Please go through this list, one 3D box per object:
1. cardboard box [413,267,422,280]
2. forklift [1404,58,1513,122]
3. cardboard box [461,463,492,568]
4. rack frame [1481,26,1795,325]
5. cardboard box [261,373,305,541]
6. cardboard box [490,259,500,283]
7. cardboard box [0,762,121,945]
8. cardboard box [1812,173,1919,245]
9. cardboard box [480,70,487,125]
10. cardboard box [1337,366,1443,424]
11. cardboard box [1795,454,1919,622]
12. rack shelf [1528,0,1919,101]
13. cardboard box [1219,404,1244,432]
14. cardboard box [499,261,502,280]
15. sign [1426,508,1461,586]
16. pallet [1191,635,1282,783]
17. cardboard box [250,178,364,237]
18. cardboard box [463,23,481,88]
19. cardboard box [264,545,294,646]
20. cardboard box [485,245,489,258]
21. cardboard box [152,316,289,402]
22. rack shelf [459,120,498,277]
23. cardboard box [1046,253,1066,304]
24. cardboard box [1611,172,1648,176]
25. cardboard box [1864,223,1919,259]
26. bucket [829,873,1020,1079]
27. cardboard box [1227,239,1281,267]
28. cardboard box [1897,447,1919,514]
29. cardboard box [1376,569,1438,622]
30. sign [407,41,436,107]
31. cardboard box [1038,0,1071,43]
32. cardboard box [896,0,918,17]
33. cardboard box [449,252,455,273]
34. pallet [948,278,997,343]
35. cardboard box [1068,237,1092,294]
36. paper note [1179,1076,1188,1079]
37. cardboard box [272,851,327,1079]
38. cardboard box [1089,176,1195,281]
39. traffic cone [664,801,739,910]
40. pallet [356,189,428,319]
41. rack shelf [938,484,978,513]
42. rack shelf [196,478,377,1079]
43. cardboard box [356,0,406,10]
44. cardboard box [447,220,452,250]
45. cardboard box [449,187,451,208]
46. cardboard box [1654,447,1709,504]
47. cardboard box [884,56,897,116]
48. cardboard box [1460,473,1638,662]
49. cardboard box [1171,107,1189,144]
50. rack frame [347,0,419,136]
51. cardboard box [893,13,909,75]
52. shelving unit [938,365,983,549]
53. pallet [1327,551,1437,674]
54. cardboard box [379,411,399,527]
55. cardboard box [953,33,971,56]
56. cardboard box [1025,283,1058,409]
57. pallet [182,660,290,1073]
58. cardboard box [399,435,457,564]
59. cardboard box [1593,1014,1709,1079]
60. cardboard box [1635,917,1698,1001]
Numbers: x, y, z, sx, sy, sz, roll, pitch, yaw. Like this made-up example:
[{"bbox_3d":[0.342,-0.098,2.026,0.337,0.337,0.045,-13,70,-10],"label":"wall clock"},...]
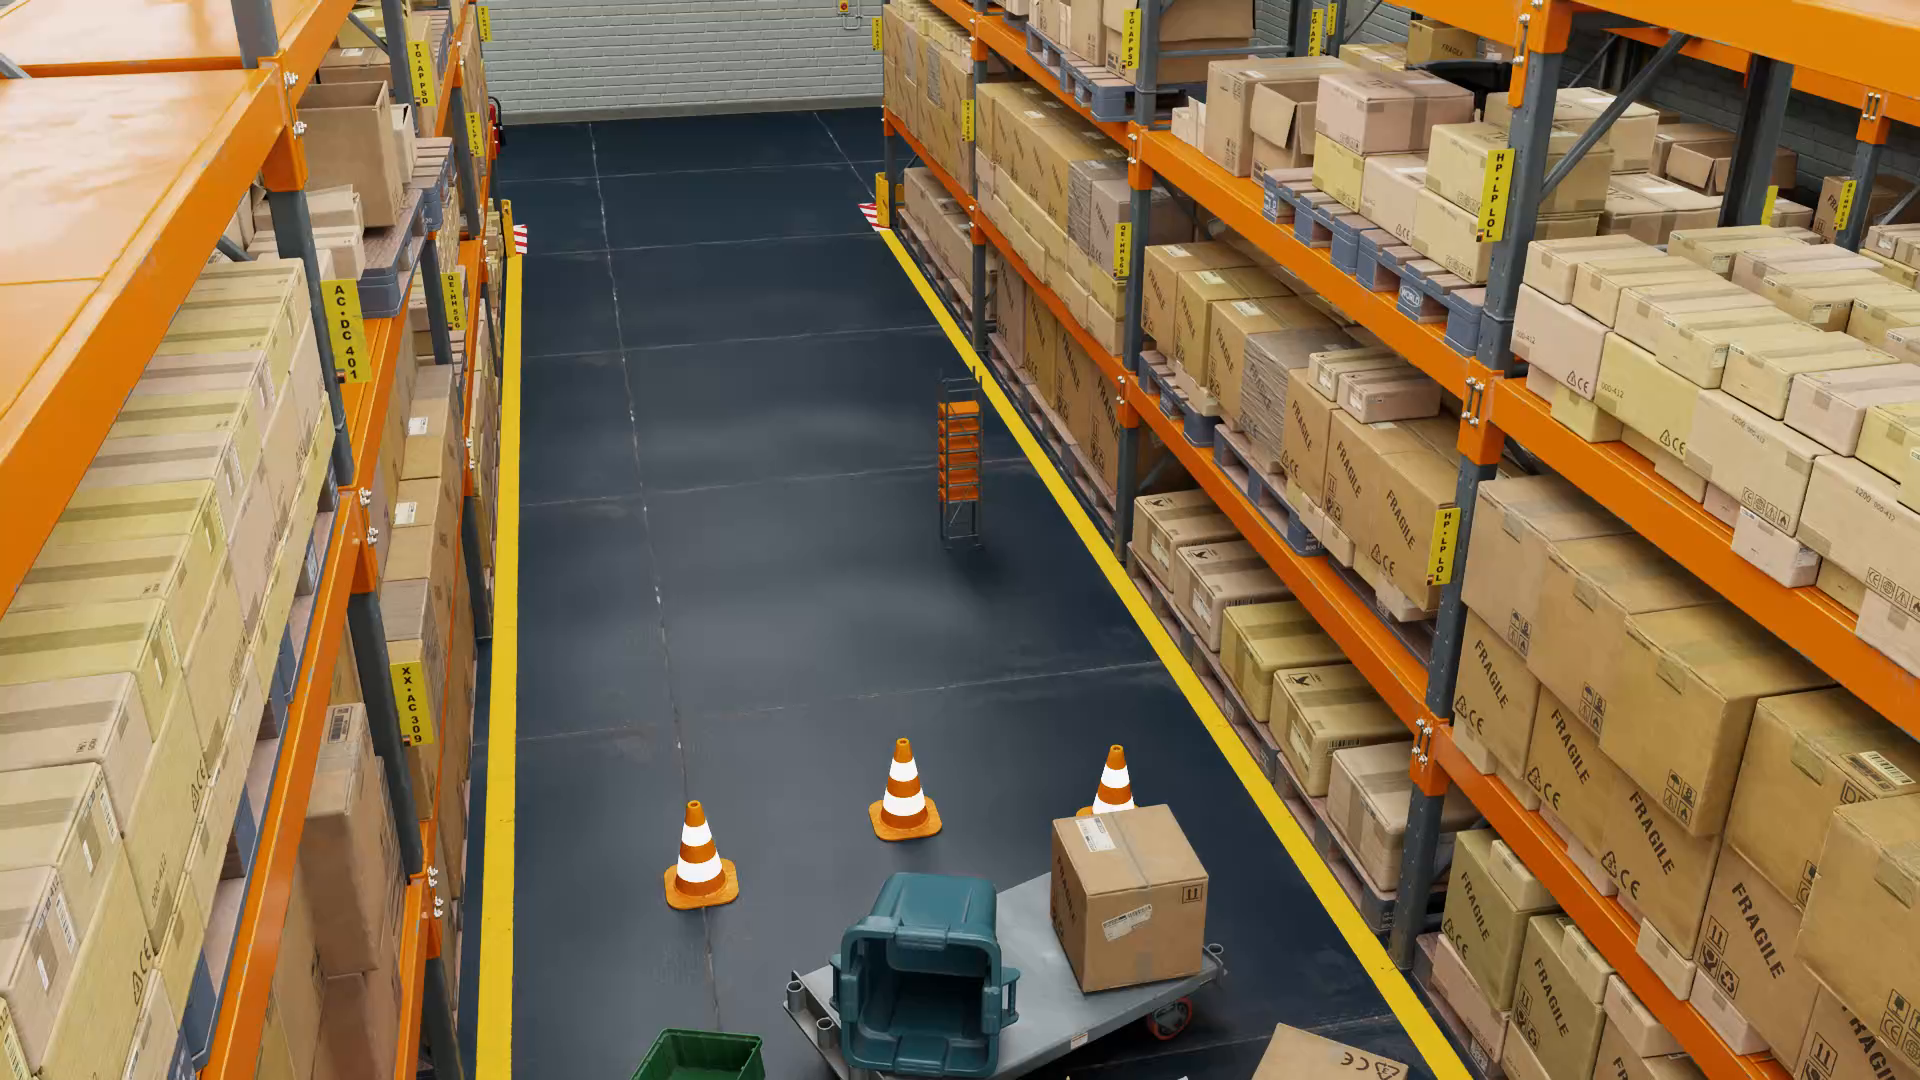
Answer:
[{"bbox_3d":[-3.323,-1.511,9.914,0.380,0.149,0.250,-6,27,-12],"label":"cardboard box"},{"bbox_3d":[3.314,-1.512,10.838,1.130,2.935,3.031,-7,28,-13],"label":"forklift"},{"bbox_3d":[-3.204,-0.130,10.333,0.500,0.500,0.500,-7,28,-14],"label":"cardboard box"},{"bbox_3d":[2.408,-2.191,5.451,1.000,3.000,0.127,-6,27,-12],"label":"rack frame"},{"bbox_3d":[-1.917,-0.191,4.076,0.500,0.250,0.500,-6,27,-12],"label":"cardboard box"},{"bbox_3d":[-4.322,-2.392,14.875,0.380,0.149,0.250,-6,27,-11],"label":"cardboard box"},{"bbox_3d":[-1.425,0.463,2.339,0.380,0.149,0.250,-6,27,-11],"label":"cardboard box"},{"bbox_3d":[6.378,-2.249,11.646,0.500,0.500,0.500,-5,27,-9],"label":"cardboard box"},{"bbox_3d":[-4.633,-4.014,15.279,0.500,0.500,0.500,-6,27,-12],"label":"cardboard box"},{"bbox_3d":[1.916,-0.649,7.425,0.380,0.149,0.250,-7,28,-13],"label":"cardboard box"},{"bbox_3d":[2.582,-0.029,4.332,0.500,0.250,0.500,-6,27,-11],"label":"cardboard box"},{"bbox_3d":[2.859,-0.991,3.874,1.077,0.370,4.000,-6,27,-12],"label":"rack shelf"},{"bbox_3d":[1.619,-0.710,8.987,0.380,0.149,0.250,-4,27,-9],"label":"cardboard box"},{"bbox_3d":[-4.455,-2.499,15.416,0.380,0.149,0.250,-7,28,-14],"label":"cardboard box"},{"bbox_3d":[1.868,0.028,6.427,0.100,0.325,0.005,-6,27,-12],"label":"sign"},{"bbox_3d":[1.953,0.853,9.171,1.003,0.211,1.213,-6,27,-12],"label":"pallet"},{"bbox_3d":[-2.607,-1.320,6.626,0.396,0.266,0.258,-6,27,-12],"label":"cardboard box"},{"bbox_3d":[-4.511,-4.232,14.602,0.500,0.500,0.500,-5,27,-9],"label":"cardboard box"},{"bbox_3d":[-1.769,0.148,3.847,0.380,0.149,0.250,-6,27,-11],"label":"cardboard box"},{"bbox_3d":[-4.398,-2.519,14.797,0.380,0.149,0.250,-6,27,-11],"label":"cardboard box"},{"bbox_3d":[-1.886,-0.432,4.111,0.380,0.149,0.250,-6,27,-12],"label":"cardboard box"},{"bbox_3d":[-4.646,-3.035,14.579,1.077,0.370,4.000,-6,27,-12],"label":"rack shelf"},{"bbox_3d":[0.911,-1.843,11.586,0.500,0.250,0.500,-6,27,-12],"label":"cardboard box"},{"bbox_3d":[2.552,-1.492,7.096,0.500,0.250,0.500,-6,27,-12],"label":"cardboard box"},{"bbox_3d":[6.127,-1.939,10.779,0.380,0.149,0.250,-5,27,-10],"label":"cardboard box"},{"bbox_3d":[-0.115,1.642,6.460,0.726,0.611,0.620,3,17,6],"label":"bucket"},{"bbox_3d":[1.880,-1.463,9.758,0.500,0.500,0.500,-7,28,-13],"label":"cardboard box"},{"bbox_3d":[2.567,-0.128,4.087,0.380,0.149,0.250,-5,27,-10],"label":"cardboard box"},{"bbox_3d":[2.023,0.214,7.157,0.380,0.149,0.250,-6,27,-11],"label":"cardboard box"},{"bbox_3d":[-2.751,-2.380,8.492,0.100,0.325,0.005,-6,27,-12],"label":"sign"},{"bbox_3d":[0.827,-3.585,10.963,0.500,0.500,0.500,-6,27,-11],"label":"cardboard box"},{"bbox_3d":[-0.411,-5.144,16.019,0.380,0.149,0.250,-5,27,-10],"label":"cardboard box"},{"bbox_3d":[-3.616,-1.828,11.201,0.380,0.149,0.250,-5,27,-9],"label":"cardboard box"},{"bbox_3d":[0.510,-2.122,15.066,1.003,0.211,1.213,-6,27,-12],"label":"pallet"},{"bbox_3d":[1.031,-1.837,11.018,0.500,0.250,0.500,-7,28,-13],"label":"cardboard box"},{"bbox_3d":[0.865,2.218,6.668,0.148,0.019,0.142,-6,27,-12],"label":"paper note"},{"bbox_3d":[-2.117,1.131,4.162,0.875,0.550,0.550,-6,27,-12],"label":"cardboard box"},{"bbox_3d":[1.135,-1.961,10.431,0.500,0.500,0.500,-7,28,-13],"label":"cardboard box"},{"bbox_3d":[-1.223,1.424,7.761,0.336,0.463,0.334,-6,27,-12],"label":"traffic cone"},{"bbox_3d":[-2.842,-1.209,7.043,1.003,0.211,1.213,-5,27,-9],"label":"pallet"},{"bbox_3d":[0.003,-0.275,10.942,0.258,0.103,0.180,-6,27,-12],"label":"rack shelf"},{"bbox_3d":[-1.941,0.894,3.466,1.077,0.370,4.000,-6,27,-12],"label":"rack shelf"},{"bbox_3d":[-3.328,-2.987,9.397,0.396,0.266,0.258,-6,27,-12],"label":"cardboard box"},{"bbox_3d":[-3.676,-2.073,11.357,0.380,0.149,0.250,-7,28,-14],"label":"cardboard box"},{"bbox_3d":[-3.796,-2.431,11.737,0.380,0.149,0.250,-7,28,-13],"label":"cardboard box"},{"bbox_3d":[2.425,-0.246,5.205,0.380,0.149,0.250,-5,27,-10],"label":"cardboard box"},{"bbox_3d":[-0.468,-4.586,16.742,0.500,0.500,0.500,-6,27,-12],"label":"cardboard box"},{"bbox_3d":[2.296,0.078,6.062,0.700,0.500,0.500,-6,27,-12],"label":"cardboard box"},{"bbox_3d":[1.412,-2.340,9.354,0.380,0.149,0.250,-6,27,-12],"label":"cardboard box"},{"bbox_3d":[-3.293,-3.400,7.846,1.000,3.000,0.127,-6,27,-12],"label":"rack frame"},{"bbox_3d":[-0.342,-4.806,16.069,0.500,0.500,0.500,-7,28,-13],"label":"cardboard box"},{"bbox_3d":[0.003,-0.529,10.814,0.258,1.200,0.189,-6,27,-12],"label":"shelving unit"},{"bbox_3d":[2.377,0.222,7.540,1.003,0.211,1.213,-6,27,-12],"label":"pallet"},{"bbox_3d":[-2.853,-0.344,7.228,0.700,0.500,0.500,-6,27,-12],"label":"cardboard box"},{"bbox_3d":[0.151,-4.255,14.257,0.380,0.149,0.250,-6,27,-12],"label":"cardboard box"},{"bbox_3d":[1.034,-1.604,12.838,0.875,0.875,0.875,-5,27,-10],"label":"cardboard box"},{"bbox_3d":[-1.946,0.629,3.290,1.003,0.211,1.213,-6,27,-12],"label":"pallet"},{"bbox_3d":[-2.707,-0.158,7.969,0.500,0.500,0.500,-6,27,-12],"label":"cardboard box"},{"bbox_3d":[2.525,1.940,5.677,0.500,0.500,0.500,-5,27,-9],"label":"cardboard box"},{"bbox_3d":[2.446,1.332,5.406,0.380,0.149,0.250,-6,27,-11],"label":"cardboard box"}]
